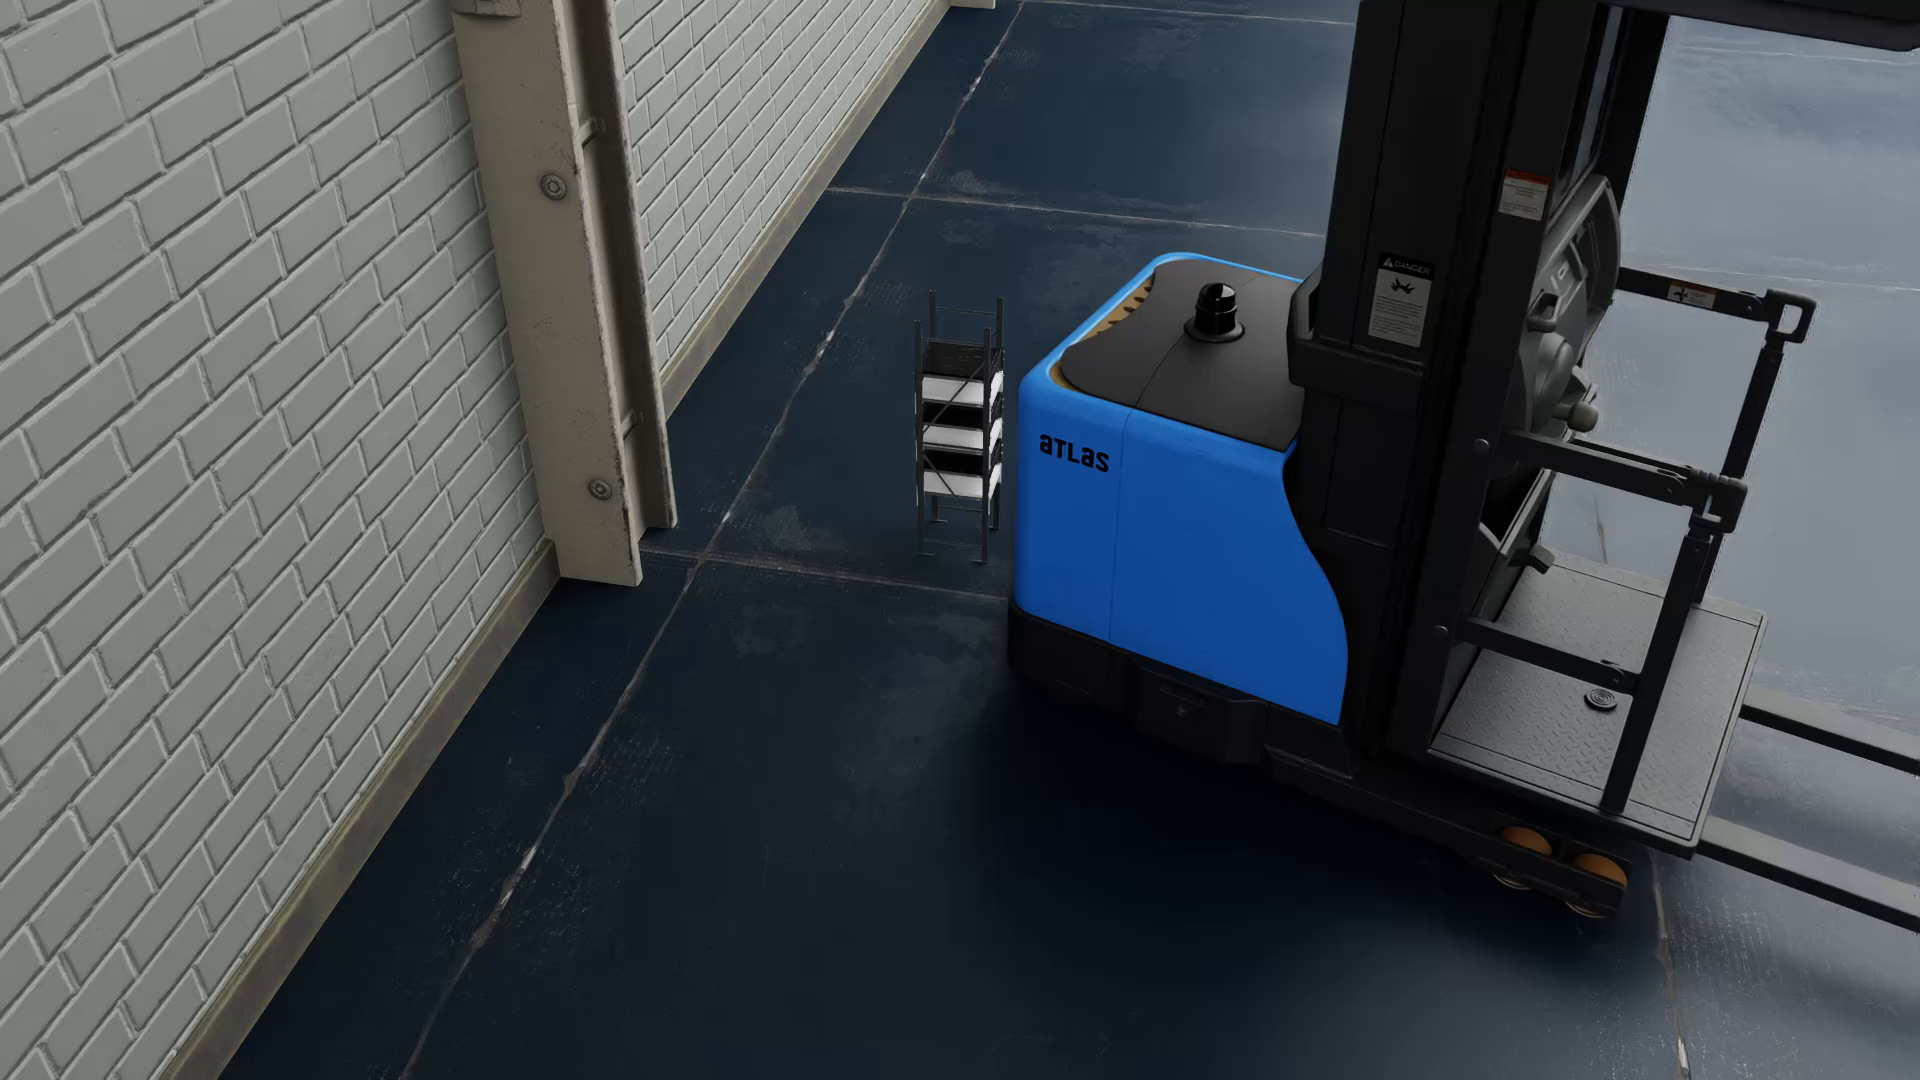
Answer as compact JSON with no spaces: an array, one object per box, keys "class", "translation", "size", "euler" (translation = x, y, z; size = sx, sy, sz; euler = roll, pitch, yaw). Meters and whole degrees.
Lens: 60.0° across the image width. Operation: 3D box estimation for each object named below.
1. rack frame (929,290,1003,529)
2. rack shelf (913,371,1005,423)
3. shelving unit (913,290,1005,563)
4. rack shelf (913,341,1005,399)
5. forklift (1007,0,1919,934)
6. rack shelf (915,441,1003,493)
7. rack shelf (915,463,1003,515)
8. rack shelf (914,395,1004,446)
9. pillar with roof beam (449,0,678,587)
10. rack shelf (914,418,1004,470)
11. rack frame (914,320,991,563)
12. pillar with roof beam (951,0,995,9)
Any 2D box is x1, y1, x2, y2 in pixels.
[{"class":"rack frame","translation":[0.020,-0.418,5.560],"size":[0.240,0.900,0.006],"euler":[7,37,10]},{"class":"rack shelf","translation":[-0.002,-0.478,5.393],"size":[0.258,0.077,0.200],"euler":[7,37,10]},{"class":"shelving unit","translation":[-0.002,-0.360,5.479],"size":[0.258,0.900,0.210],"euler":[7,37,10]},{"class":"rack shelf","translation":[-0.002,-0.551,5.341],"size":[0.258,0.077,0.200],"euler":[7,37,10]},{"class":"forklift","translation":[1.676,-0.552,4.014],"size":[3.031,2.935,1.130],"euler":[19,40,24]},{"class":"rack shelf","translation":[-0.002,-0.260,5.552],"size":[0.258,0.077,0.200],"euler":[7,37,10]},{"class":"rack shelf","translation":[-0.002,-0.187,5.605],"size":[0.258,0.077,0.200],"euler":[7,37,10]},{"class":"rack shelf","translation":[-0.002,-0.406,5.446],"size":[0.258,0.077,0.200],"euler":[7,37,10]},{"class":"pillar with roof beam","translation":[3.022,-3.082,2.334],"size":[9.100,9.000,0.400],"euler":[7,37,10]},{"class":"rack shelf","translation":[-0.002,-0.333,5.499],"size":[0.258,0.077,0.200],"euler":[7,37,10]},{"class":"rack frame","translation":[-0.023,-0.301,5.399],"size":[0.240,0.900,0.006],"euler":[7,37,10]},{"class":"pillar with roof beam","translation":[4.304,-6.521,7.080],"size":[9.100,9.000,0.400],"euler":[7,37,10]}]
